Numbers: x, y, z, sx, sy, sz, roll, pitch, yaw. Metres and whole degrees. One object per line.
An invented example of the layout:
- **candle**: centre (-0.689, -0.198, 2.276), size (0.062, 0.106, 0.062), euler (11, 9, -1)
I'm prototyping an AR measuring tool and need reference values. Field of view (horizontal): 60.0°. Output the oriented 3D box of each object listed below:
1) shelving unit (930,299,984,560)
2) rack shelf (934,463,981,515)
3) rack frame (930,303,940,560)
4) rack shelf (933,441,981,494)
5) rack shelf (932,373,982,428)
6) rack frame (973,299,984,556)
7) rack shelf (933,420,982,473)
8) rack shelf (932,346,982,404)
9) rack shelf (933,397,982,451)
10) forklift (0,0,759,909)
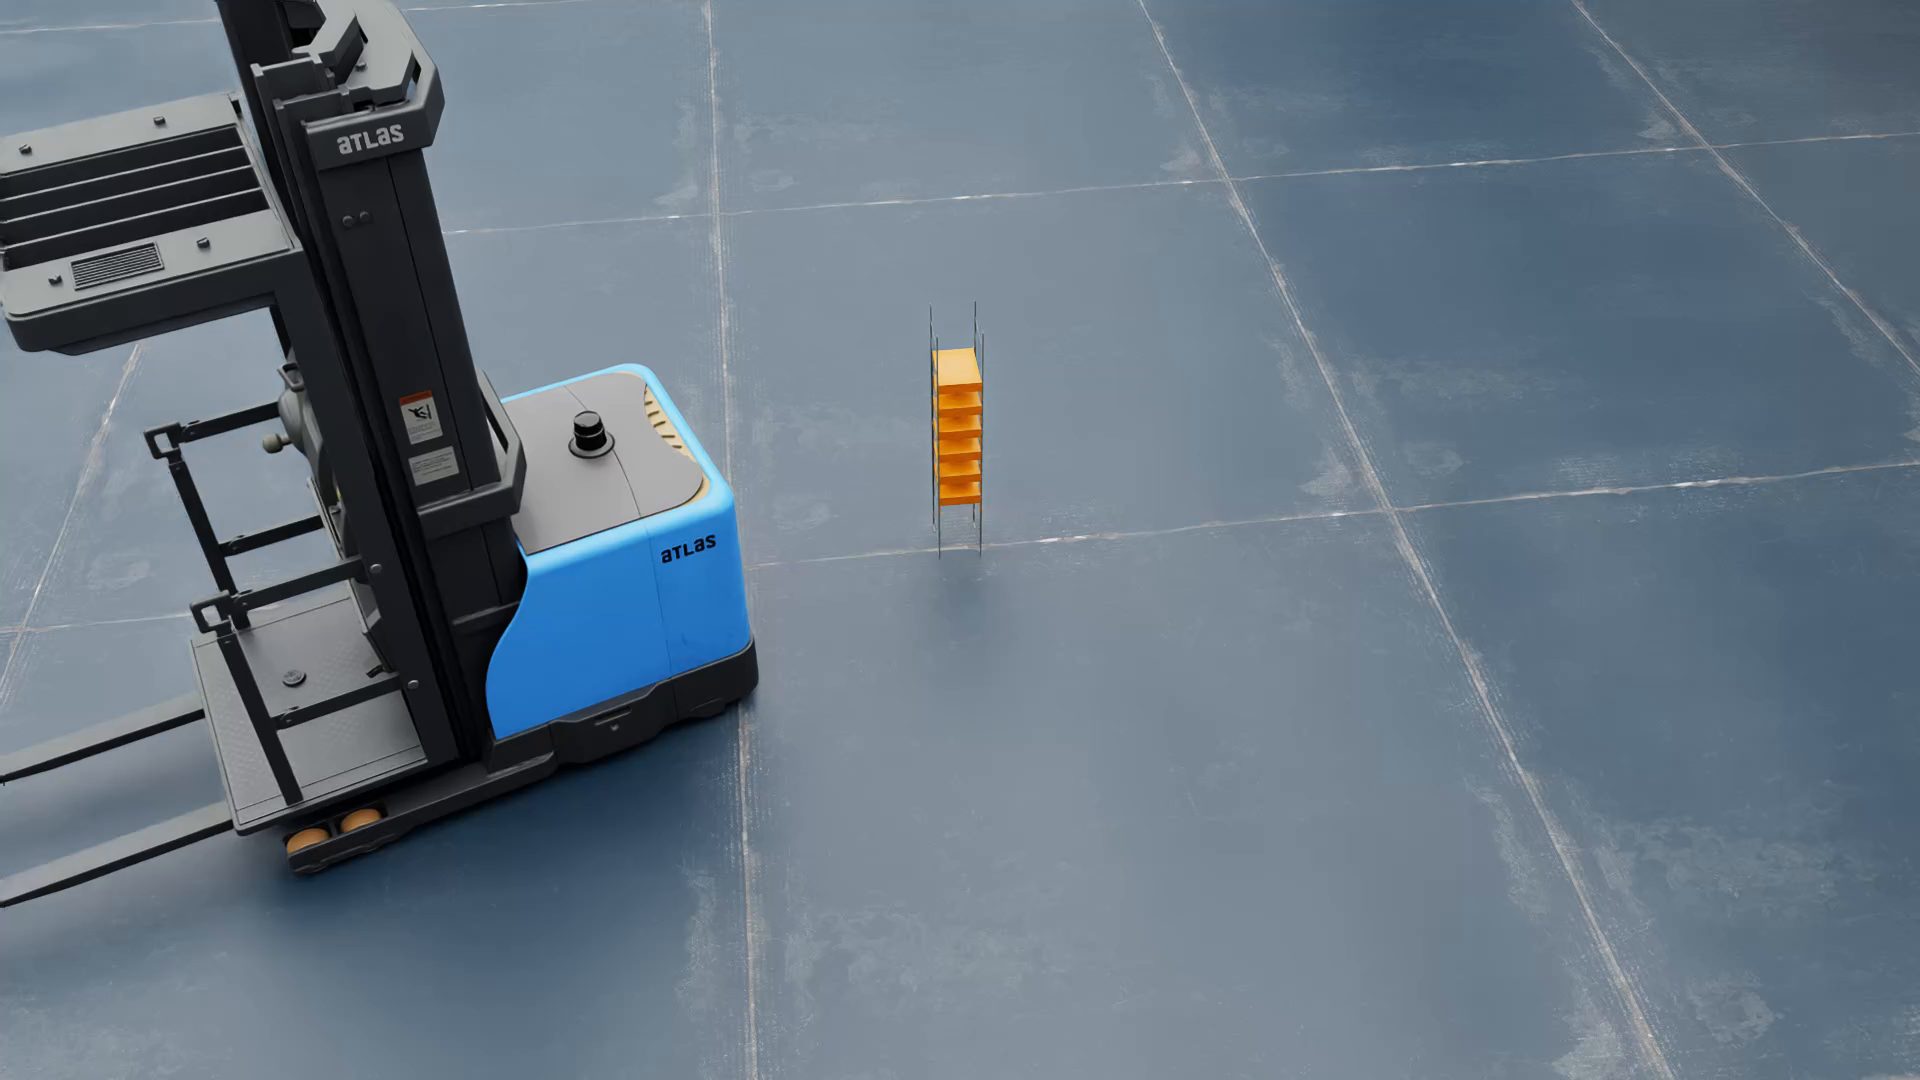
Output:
- **shelving unit**: centre (-0.014, -0.444, 7.062), size (0.189, 1.200, 0.258), euler (-5, 42, -6)
- **rack shelf**: centre (-0.014, -0.233, 7.252), size (0.180, 0.103, 0.258), euler (-5, 42, -6)
- **rack frame**: centre (-0.105, -0.436, 7.053), size (0.006, 1.200, 0.240), euler (-5, 42, -6)
- **rack shelf**: centre (-0.014, -0.322, 7.172), size (0.180, 0.103, 0.258), euler (-5, 42, -6)
- **rack shelf**: centre (-0.014, -0.589, 6.931), size (0.180, 0.103, 0.258), euler (-5, 42, -6)
- **rack frame**: centre (0.076, -0.452, 7.071), size (0.006, 1.200, 0.240), euler (-5, 42, -6)
- **rack shelf**: centre (-0.014, -0.411, 7.092), size (0.180, 0.103, 0.258), euler (-5, 42, -6)
- **rack shelf**: centre (-0.014, -0.679, 6.851), size (0.180, 0.103, 0.258), euler (-5, 42, -6)
- **rack shelf**: centre (-0.014, -0.500, 7.011), size (0.180, 0.103, 0.258), euler (-5, 42, -6)
- **forklift**: centre (-2.361, -0.274, 5.581), size (3.031, 2.935, 1.130), euler (-20, 46, -20)
